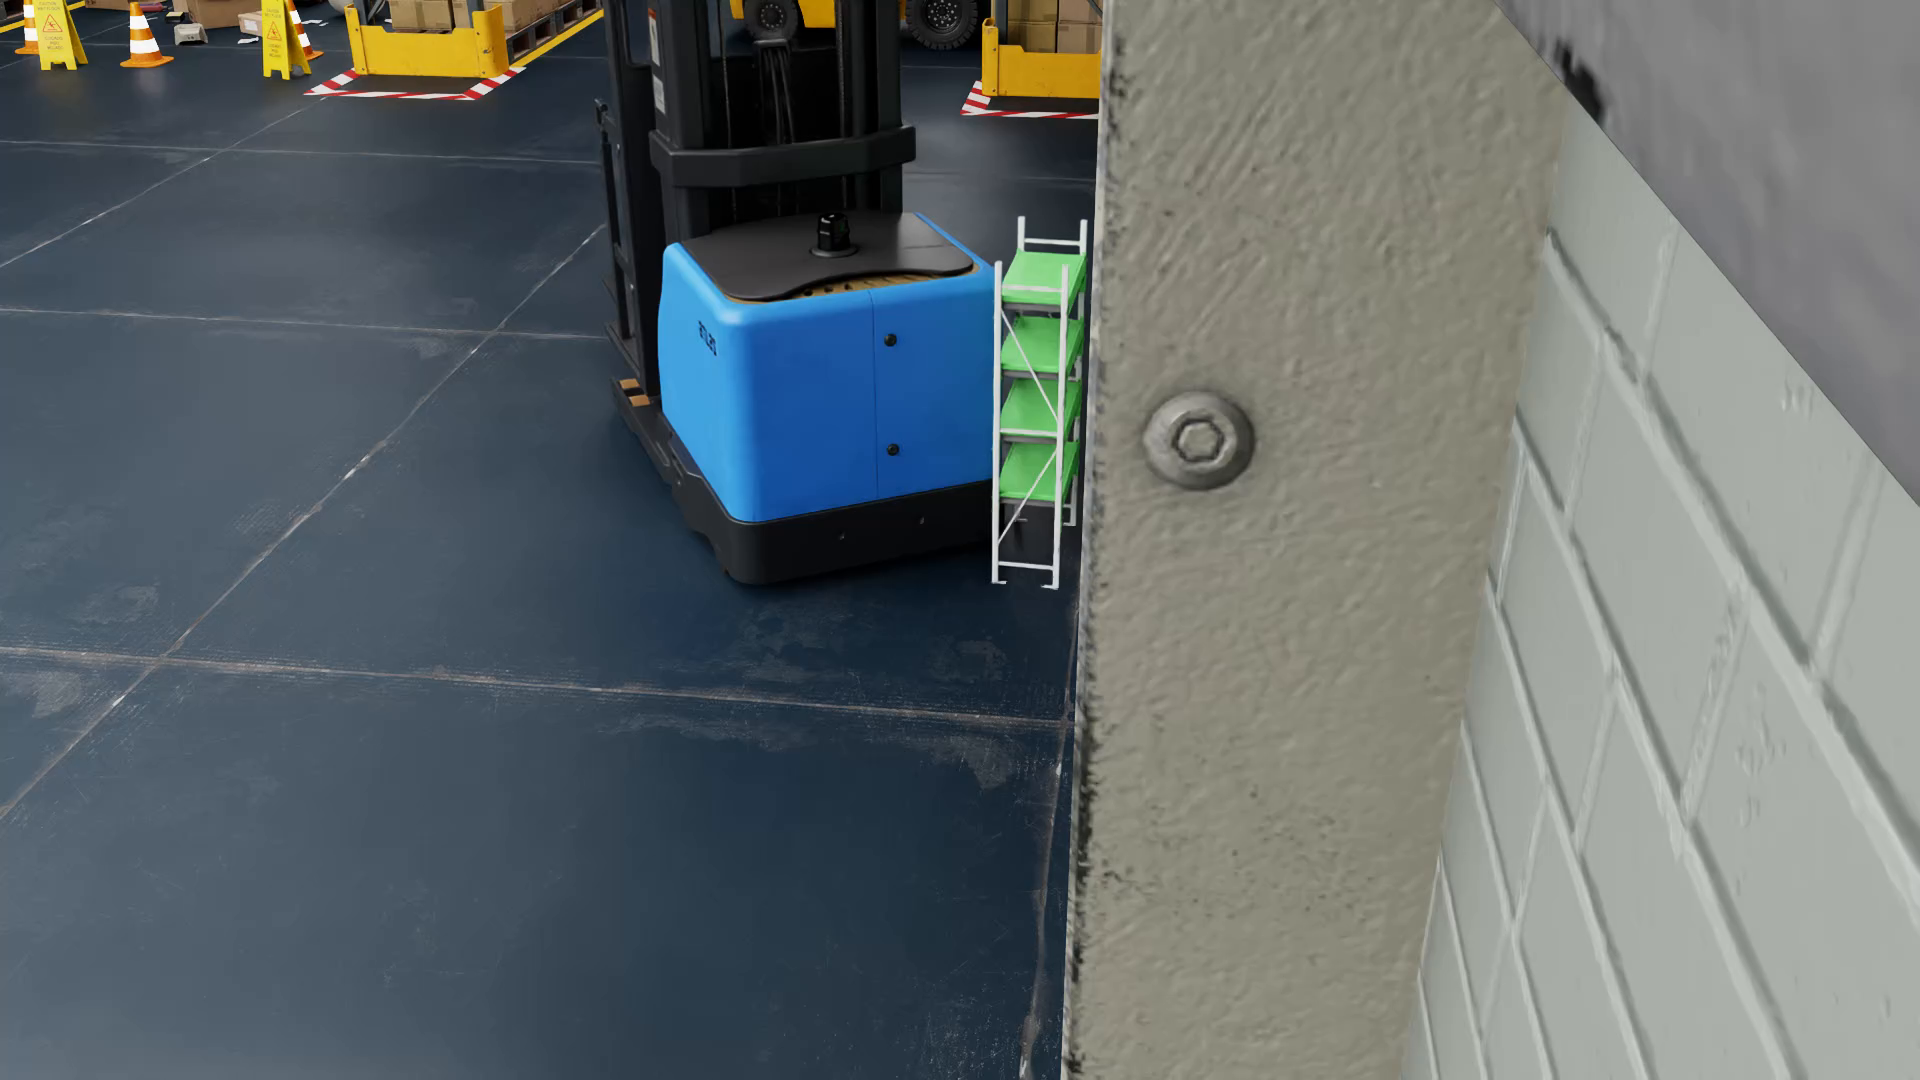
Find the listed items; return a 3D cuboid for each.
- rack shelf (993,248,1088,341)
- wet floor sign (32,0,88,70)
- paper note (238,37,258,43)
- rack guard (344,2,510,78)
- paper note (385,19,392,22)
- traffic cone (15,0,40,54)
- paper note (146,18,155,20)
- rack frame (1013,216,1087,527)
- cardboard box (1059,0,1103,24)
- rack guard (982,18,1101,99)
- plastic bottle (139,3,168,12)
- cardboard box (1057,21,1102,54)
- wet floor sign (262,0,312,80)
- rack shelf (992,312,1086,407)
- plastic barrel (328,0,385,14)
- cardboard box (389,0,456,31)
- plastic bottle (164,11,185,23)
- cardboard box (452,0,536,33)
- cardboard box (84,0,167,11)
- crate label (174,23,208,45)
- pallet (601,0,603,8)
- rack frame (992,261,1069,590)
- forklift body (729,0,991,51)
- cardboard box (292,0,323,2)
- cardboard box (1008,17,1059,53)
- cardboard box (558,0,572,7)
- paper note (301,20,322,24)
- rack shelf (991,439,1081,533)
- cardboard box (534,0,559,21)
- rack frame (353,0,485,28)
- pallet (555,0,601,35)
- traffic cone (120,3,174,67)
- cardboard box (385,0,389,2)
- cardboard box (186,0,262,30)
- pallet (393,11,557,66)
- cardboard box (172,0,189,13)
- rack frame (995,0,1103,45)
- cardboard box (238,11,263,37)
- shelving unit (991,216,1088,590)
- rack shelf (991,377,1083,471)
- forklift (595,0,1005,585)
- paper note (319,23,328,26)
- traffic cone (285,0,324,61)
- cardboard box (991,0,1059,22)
[{"bbox_3d":[0.278,-0.845,5.676,0.258,0.148,0.480,5,29,9],"label":"rack shelf"},{"bbox_3d":[-7.130,-4.056,13.098,0.267,0.644,0.232,-1,28,-3],"label":"wet floor sign"},{"bbox_3d":[-6.026,-4.234,14.078,0.148,0.019,0.142,-6,29,-11],"label":"paper note"},{"bbox_3d":[-4.157,-3.916,12.992,1.175,0.500,0.348,3,28,6],"label":"rack guard"},{"bbox_3d":[-5.058,-4.639,14.829,0.142,0.019,0.148,-6,29,-11],"label":"paper note"},{"bbox_3d":[-7.617,-4.272,13.691,0.336,0.463,0.334,3,28,6],"label":"traffic cone"},{"bbox_3d":[-7.258,-4.677,14.921,0.032,0.001,0.123,20,34,32],"label":"paper note"},{"bbox_3d":[0.324,-0.592,6.084,0.240,1.200,0.015,5,29,9],"label":"rack frame"},{"bbox_3d":[1.024,-4.098,12.623,0.500,0.250,0.500,4,29,7],"label":"cardboard box"},{"bbox_3d":[0.758,-3.582,12.373,1.175,0.500,0.348,3,28,6],"label":"rack guard"},{"bbox_3d":[-7.409,-4.880,15.244,0.283,0.061,0.133,-6,29,-11],"label":"plastic bottle"},{"bbox_3d":[1.015,-3.888,12.761,0.500,0.250,0.500,3,29,6],"label":"cardboard box"},{"bbox_3d":[-5.251,-3.917,12.841,0.267,0.644,0.232,14,31,24],"label":"wet floor sign"},{"bbox_3d":[0.278,-0.633,5.790,0.258,0.148,0.480,5,29,9],"label":"rack shelf"},{"bbox_3d":[-5.416,-4.907,14.912,0.421,0.421,0.512,-24,36,-37],"label":"plastic barrel"},{"bbox_3d":[-4.331,-4.363,13.642,0.500,0.250,0.500,3,28,6],"label":"cardboard box"},{"bbox_3d":[-7.019,-4.683,14.877,0.133,0.061,0.283,-6,29,-11],"label":"plastic bottle"},{"bbox_3d":[-3.793,-4.319,13.560,0.500,0.250,0.500,3,28,6],"label":"cardboard box"},{"bbox_3d":[-7.773,-5.214,15.399,0.500,0.500,0.500,8,29,15],"label":"cardboard box"},{"bbox_3d":[-6.502,-4.276,14.043,0.250,0.136,0.298,-11,30,-20],"label":"crate label"},{"bbox_3d":[-3.723,-5.318,15.899,1.003,0.211,1.213,3,28,6],"label":"pallet"},{"bbox_3d":[0.233,-0.365,5.662,0.240,1.200,0.015,5,29,9],"label":"rack frame"},{"bbox_3d":[-0.818,-5.319,13.856,2.313,2.155,1.214,3,28,6],"label":"forklift body"},{"bbox_3d":[-6.357,-5.356,15.518,0.797,0.637,0.503,3,28,6],"label":"cardboard box"},{"bbox_3d":[0.505,-3.908,12.798,0.500,0.250,0.500,4,29,7],"label":"cardboard box"},{"bbox_3d":[-3.668,-4.816,14.484,0.500,0.250,0.500,5,29,10],"label":"cardboard box"},{"bbox_3d":[-5.773,-4.620,14.806,0.148,0.019,0.142,14,31,24],"label":"paper note"},{"bbox_3d":[0.278,-0.211,6.017,0.258,0.148,0.480,5,29,9],"label":"rack shelf"},{"bbox_3d":[-3.723,-4.559,14.006,0.500,0.250,0.500,4,29,8],"label":"cardboard box"},{"bbox_3d":[-4.166,-4.981,12.333,1.000,3.000,0.127,3,28,6],"label":"rack frame"},{"bbox_3d":[-3.870,-4.742,14.830,1.003,0.211,1.213,3,28,6],"label":"pallet"},{"bbox_3d":[-6.537,-4.046,13.272,0.336,0.463,0.334,3,28,6],"label":"traffic cone"},{"bbox_3d":[-5.158,-5.339,15.631,0.500,0.500,0.500,-24,36,-37],"label":"cardboard box"},{"bbox_3d":[-6.463,-4.856,14.733,0.797,0.503,0.637,-17,33,-29],"label":"cardboard box"},{"bbox_3d":[-4.022,-4.169,13.767,1.003,0.211,1.213,3,28,6],"label":"pallet"},{"bbox_3d":[-6.984,-4.984,15.221,0.396,0.266,0.258,8,29,15],"label":"cardboard box"},{"bbox_3d":[0.761,-4.694,11.801,1.000,3.000,0.127,3,28,6],"label":"rack frame"},{"bbox_3d":[-6.010,-4.460,14.371,0.380,0.149,0.250,20,34,32],"label":"cardboard box"},{"bbox_3d":[0.278,-0.478,5.873,0.258,1.200,0.503,5,29,9],"label":"shelving unit"},{"bbox_3d":[0.278,-0.422,5.903,0.258,0.148,0.480,5,29,9],"label":"rack shelf"},{"bbox_3d":[-0.871,-1.813,6.524,1.130,2.935,3.031,-11,30,-20],"label":"forklift"},{"bbox_3d":[-5.625,-4.563,14.708,0.032,0.001,0.123,3,28,6],"label":"paper note"},{"bbox_3d":[-5.394,-4.141,13.449,0.336,0.463,0.334,3,28,6],"label":"traffic cone"},{"bbox_3d":[0.510,-4.136,12.694,0.500,0.250,0.500,3,28,6],"label":"cardboard box"}]
